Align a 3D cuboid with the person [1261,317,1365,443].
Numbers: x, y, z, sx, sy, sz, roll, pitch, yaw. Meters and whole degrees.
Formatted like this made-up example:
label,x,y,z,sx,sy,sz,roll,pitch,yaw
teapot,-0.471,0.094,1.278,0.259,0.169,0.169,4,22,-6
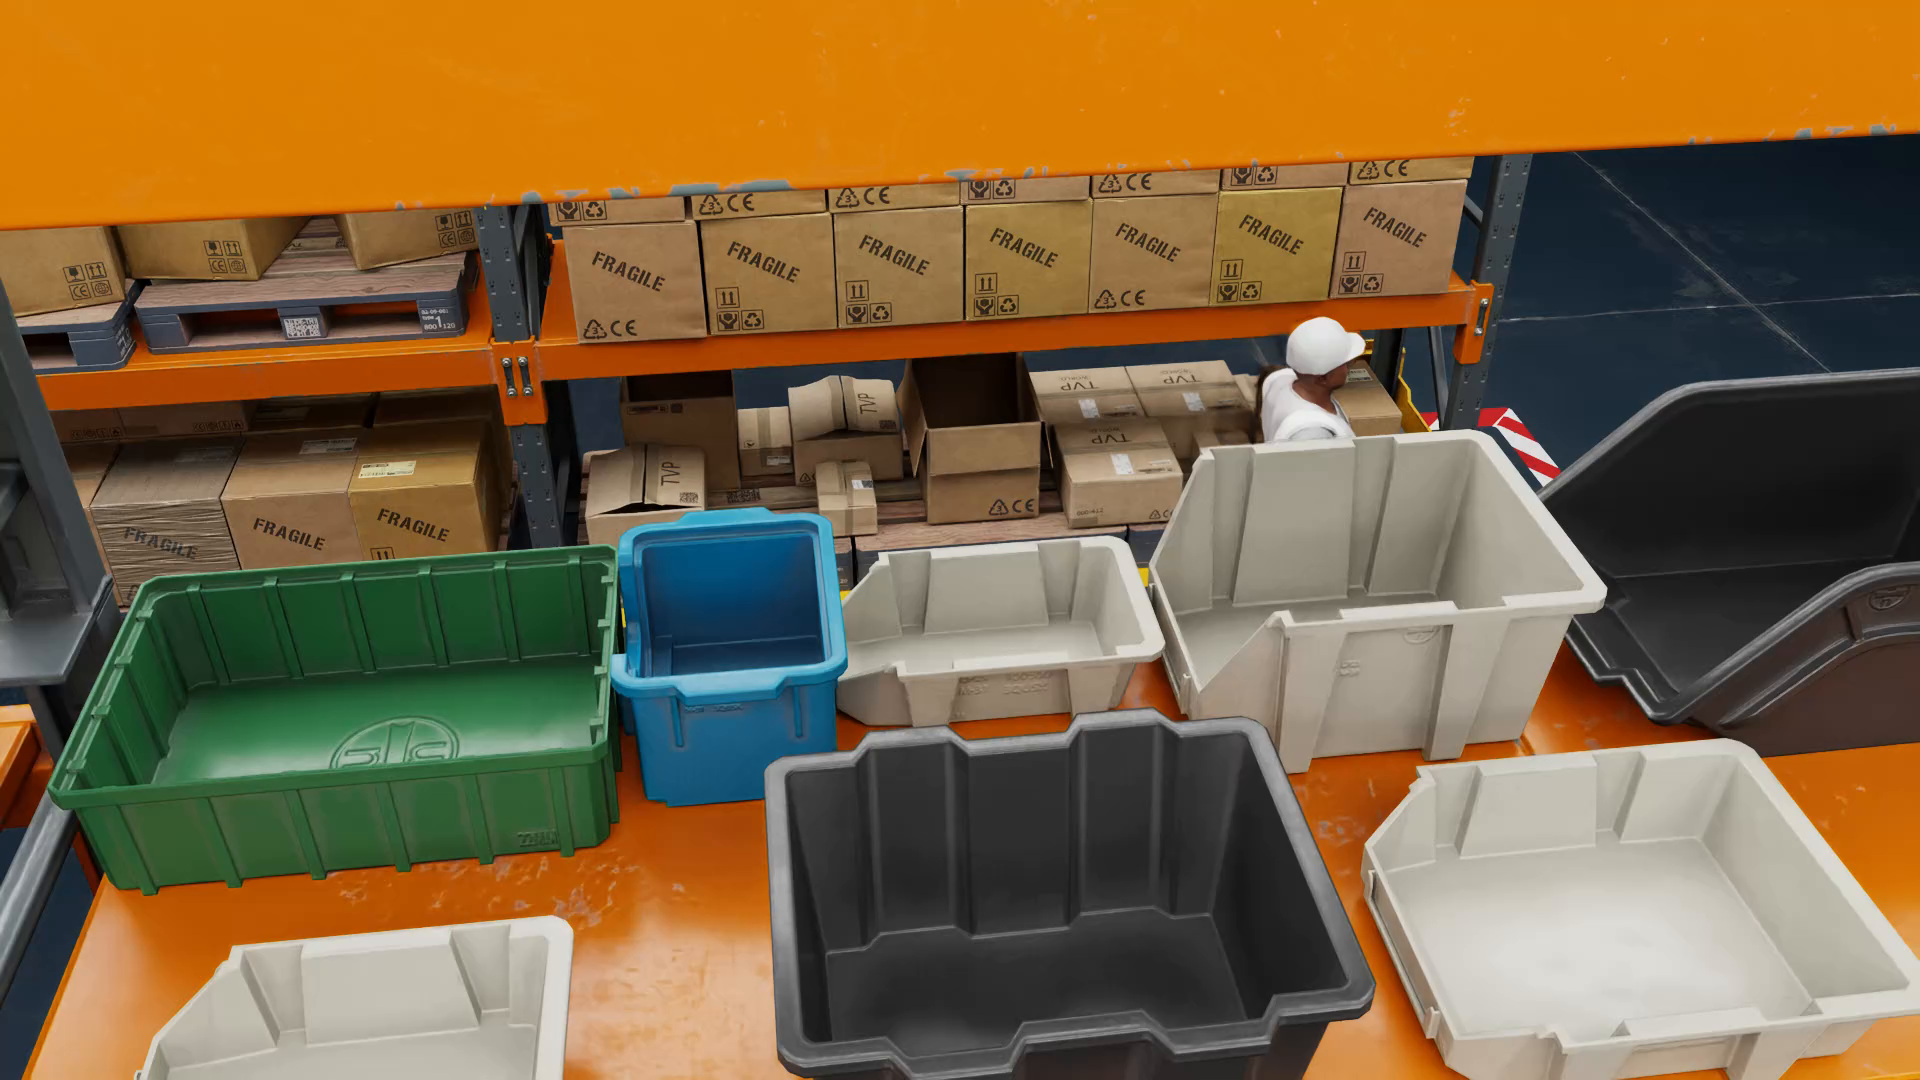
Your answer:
label,x,y,z,sx,sy,sz,roll,pitch,yaw
person,1.367,-0.055,6.175,0.965,1.733,0.599,-3,35,-5
